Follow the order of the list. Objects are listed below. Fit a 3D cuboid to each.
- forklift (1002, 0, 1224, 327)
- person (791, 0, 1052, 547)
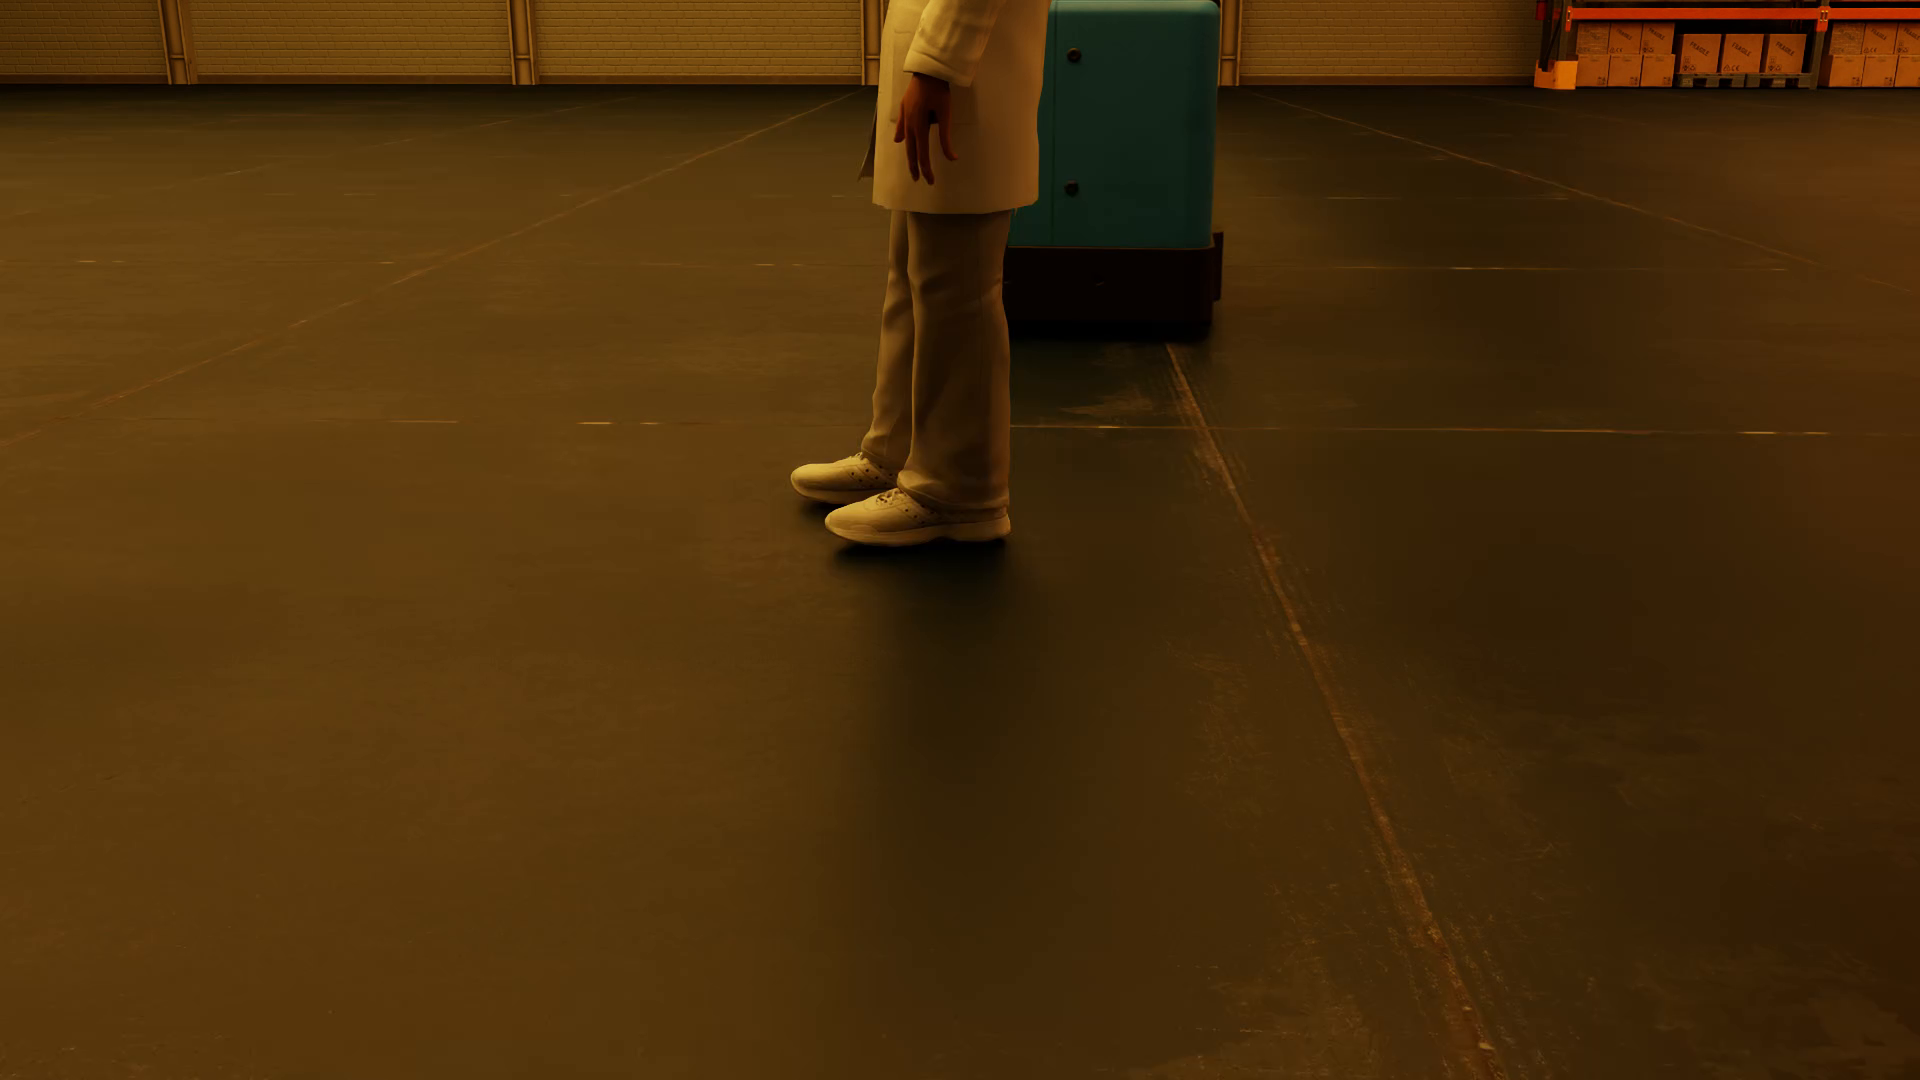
[{"bbox_3d":[0.474,-2.494,6.460,1.130,2.935,3.031,2,17,6],"label":"forklift"},{"bbox_3d":[-0.090,-0.858,3.113,0.581,1.775,0.696,1,17,2],"label":"person"}]
